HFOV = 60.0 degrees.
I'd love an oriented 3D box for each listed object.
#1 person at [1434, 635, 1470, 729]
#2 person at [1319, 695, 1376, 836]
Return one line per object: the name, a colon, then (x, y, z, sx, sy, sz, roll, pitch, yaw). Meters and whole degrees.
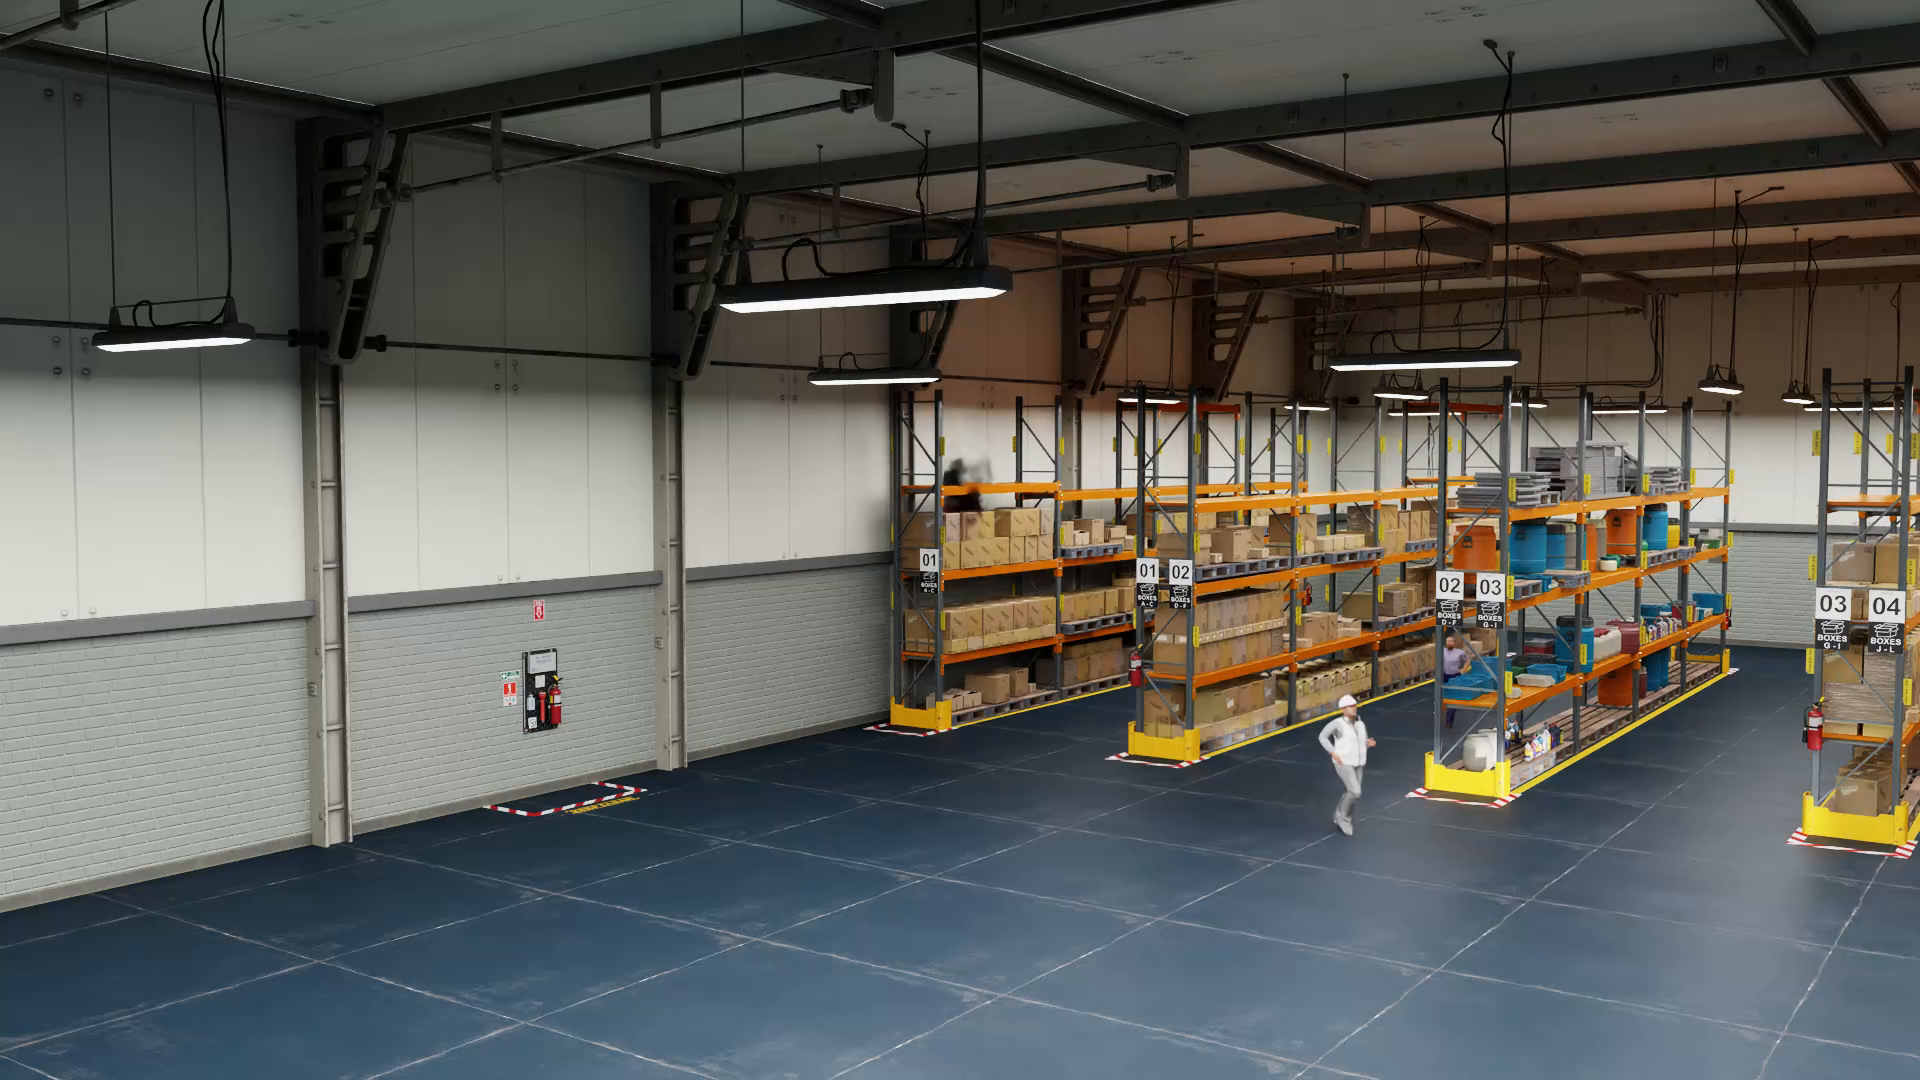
person: (8.791, 2.532, 29.783, 0.607, 1.636, 0.841, 2, 4, 27)
person: (5.054, 2.917, 21.497, 0.638, 1.803, 0.688, -2, 4, -32)
